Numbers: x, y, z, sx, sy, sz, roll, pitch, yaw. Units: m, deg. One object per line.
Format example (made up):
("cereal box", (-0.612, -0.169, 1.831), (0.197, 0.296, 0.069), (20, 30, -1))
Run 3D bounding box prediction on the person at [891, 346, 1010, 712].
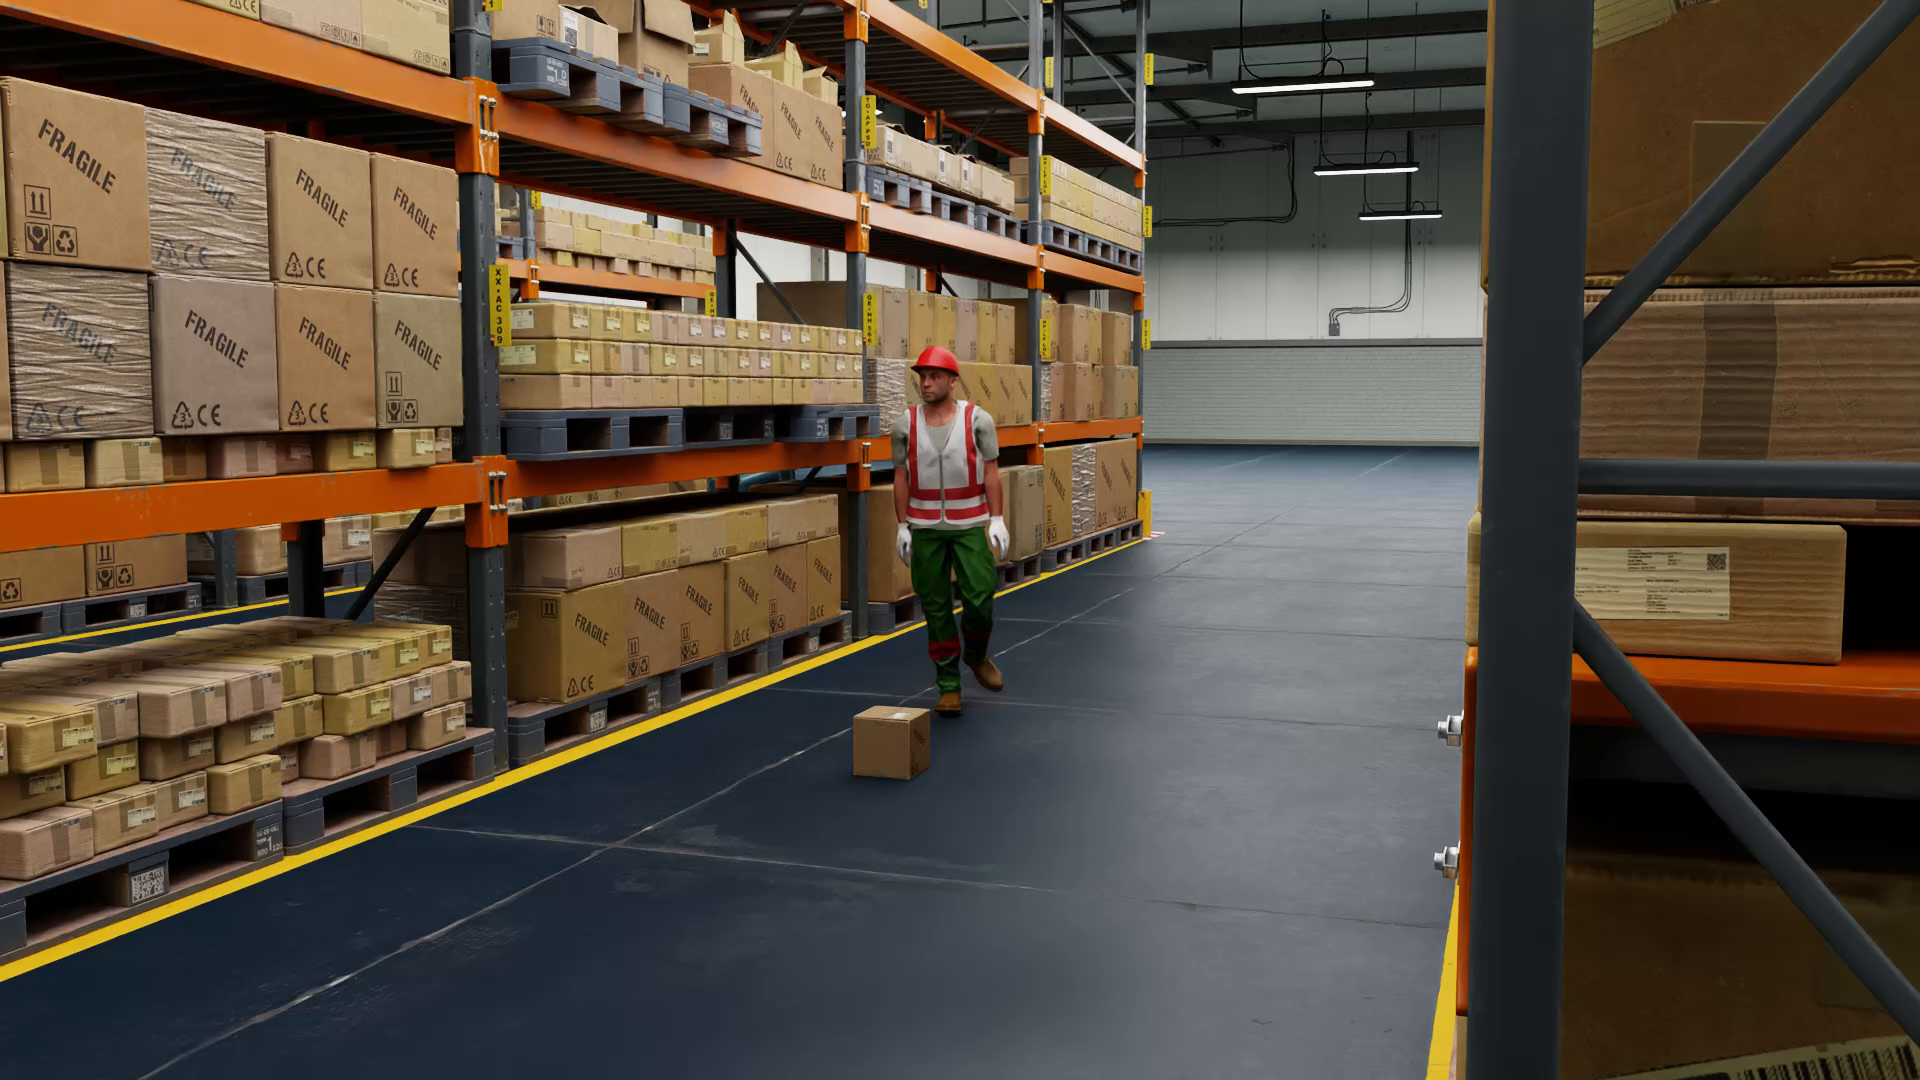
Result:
("person", (-0.040, -0.057, 8.184), (0.584, 1.783, 0.547), (1, 5, 8))
